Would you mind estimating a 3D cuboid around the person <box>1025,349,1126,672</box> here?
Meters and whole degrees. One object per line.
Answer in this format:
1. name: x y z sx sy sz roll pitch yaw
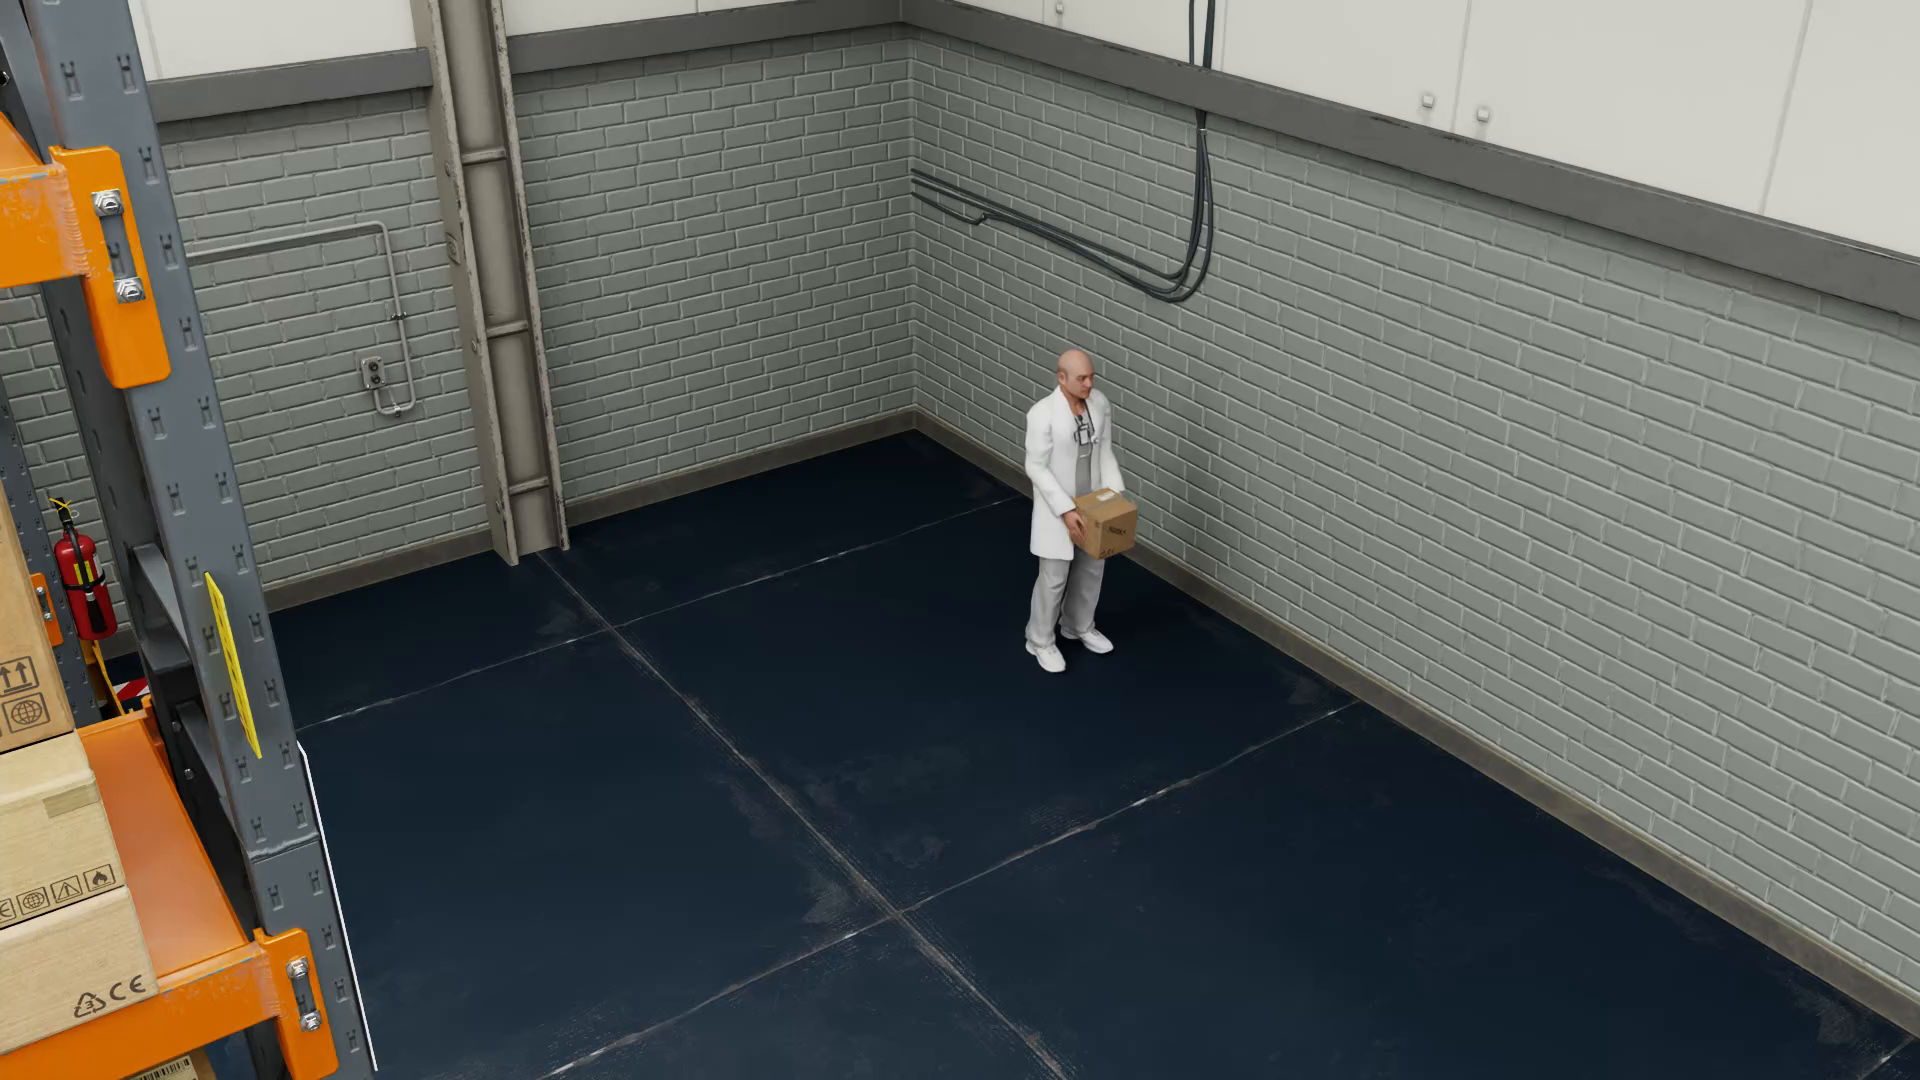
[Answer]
1. person: 0.628 -0.162 8.932 0.572 1.782 0.479 -19 34 -31
